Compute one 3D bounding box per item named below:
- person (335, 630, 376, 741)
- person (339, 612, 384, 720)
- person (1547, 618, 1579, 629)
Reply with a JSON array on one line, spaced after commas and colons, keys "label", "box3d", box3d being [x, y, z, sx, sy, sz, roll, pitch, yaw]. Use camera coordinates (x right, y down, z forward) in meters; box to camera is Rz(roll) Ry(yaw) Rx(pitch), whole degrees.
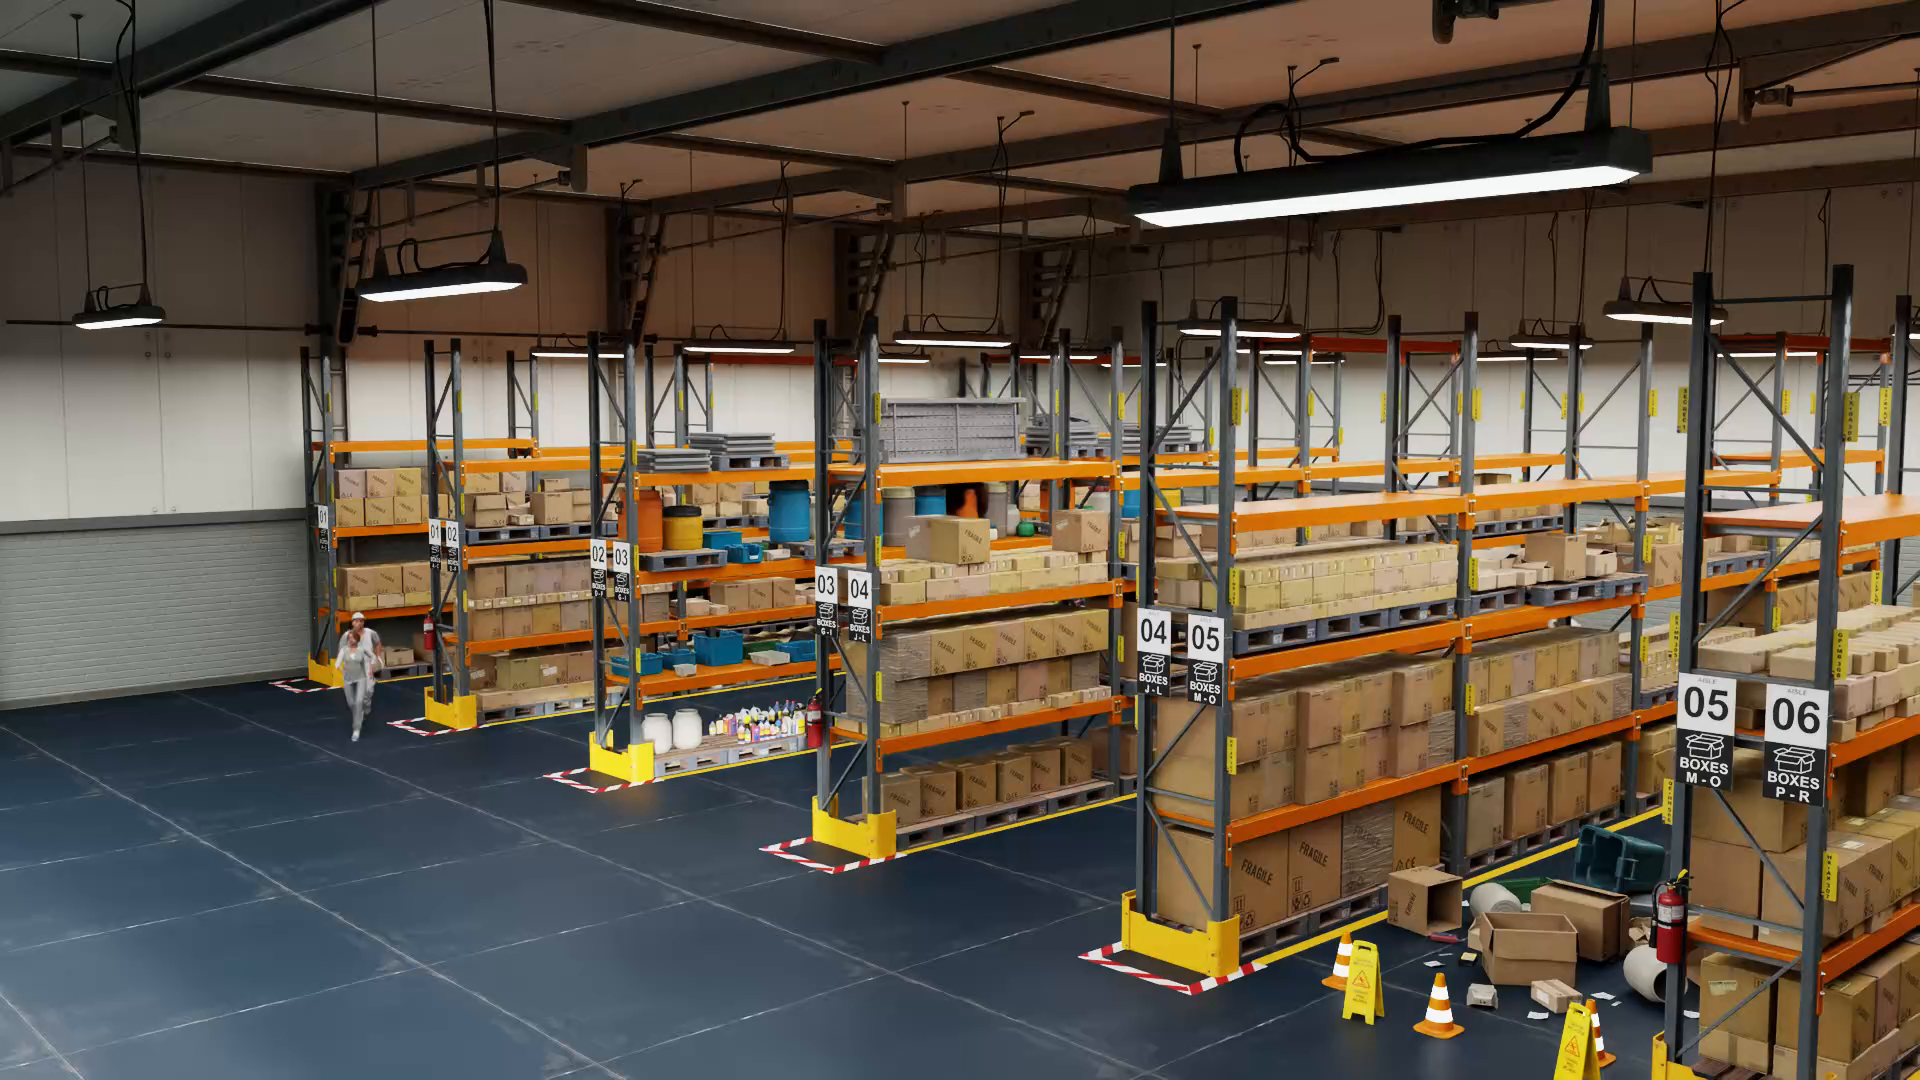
[{"label": "person", "box3d": [-9.117, 2.155, 25.085, 0.557, 1.619, 0.852, -1, 5, -9]}, {"label": "person", "box3d": [-9.395, 1.995, 26.120, 0.661, 1.735, 0.642, -2, 6, -24]}, {"label": "person", "box3d": [9.849, 1.914, 27.147, 0.695, 1.778, 0.985, 4, 7, 42]}]
